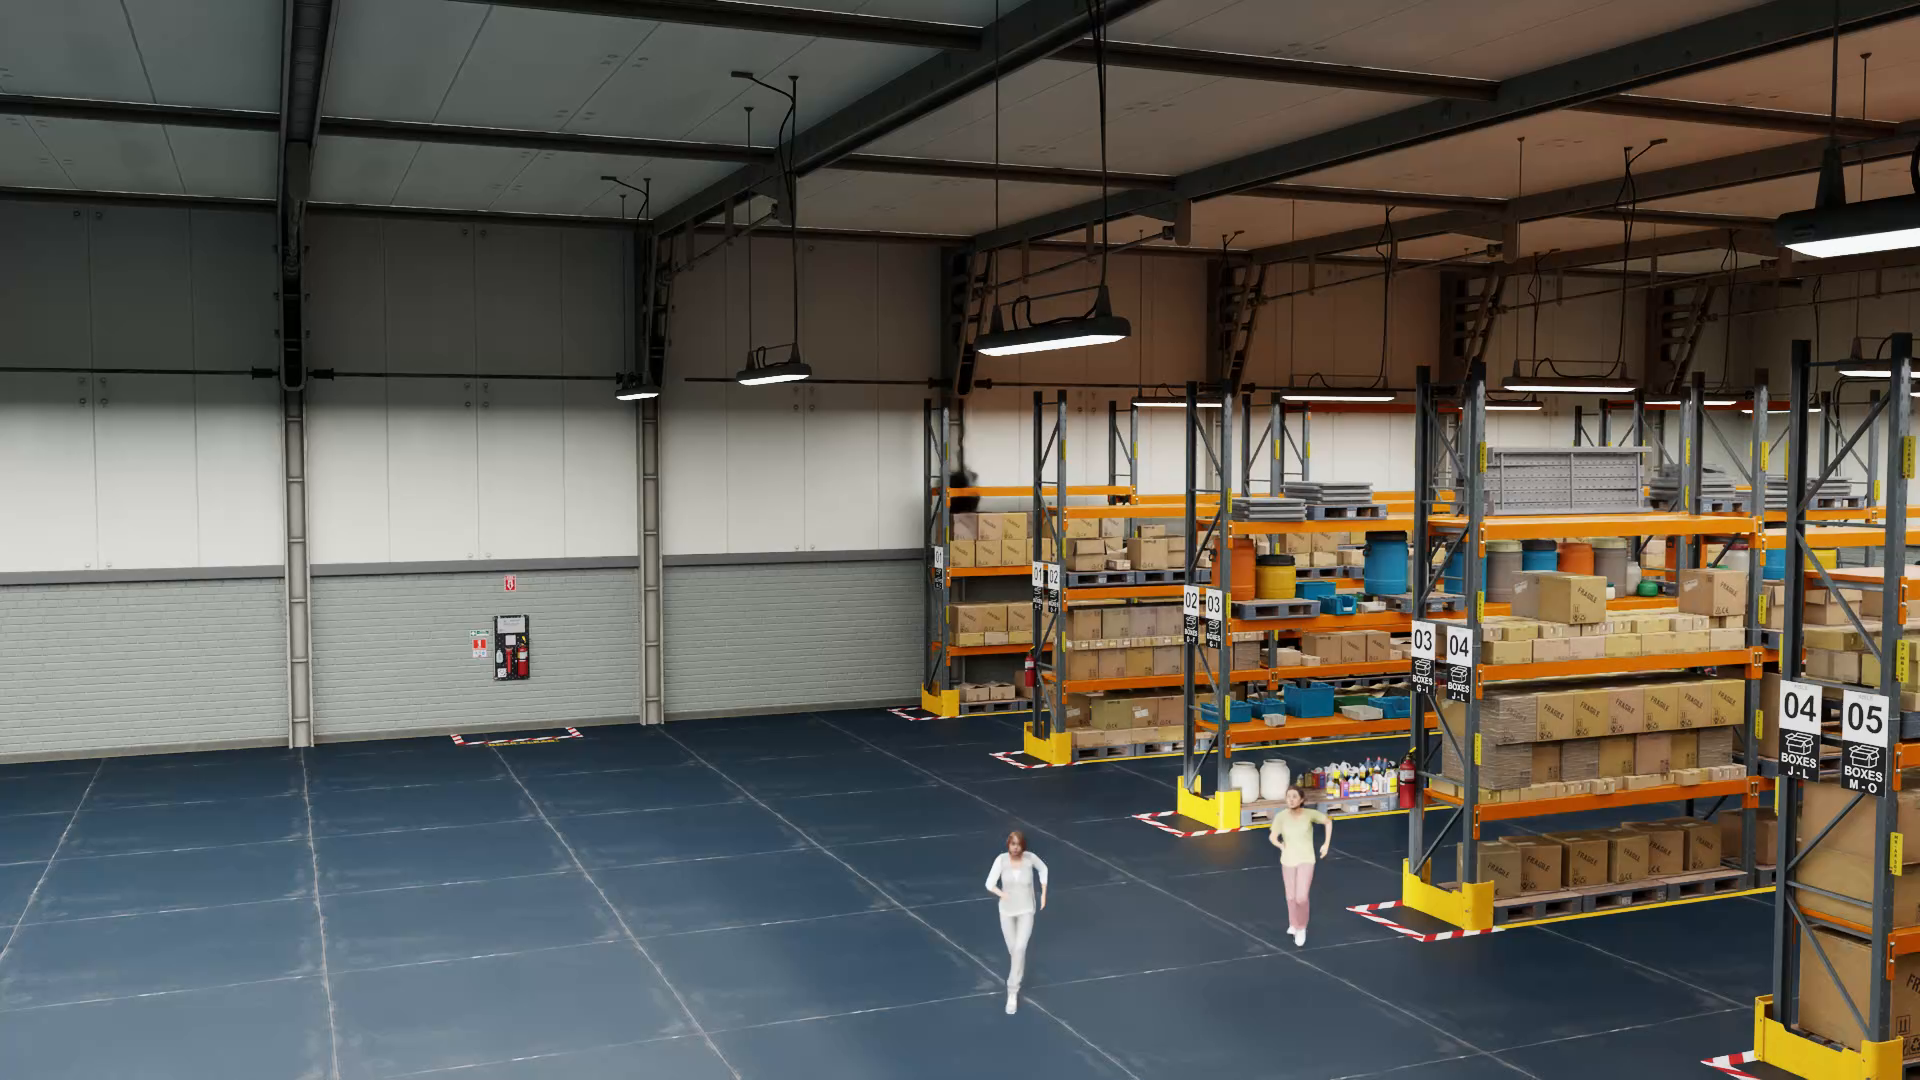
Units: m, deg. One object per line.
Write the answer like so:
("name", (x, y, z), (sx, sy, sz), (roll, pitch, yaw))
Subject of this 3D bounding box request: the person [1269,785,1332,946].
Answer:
("person", (3.475, 3.319, 17.045), (0.583, 1.636, 0.814), (2, 4, 25))

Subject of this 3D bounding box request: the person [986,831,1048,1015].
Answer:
("person", (0.528, 3.472, 15.406), (0.563, 1.584, 0.910), (0, 3, 6))
